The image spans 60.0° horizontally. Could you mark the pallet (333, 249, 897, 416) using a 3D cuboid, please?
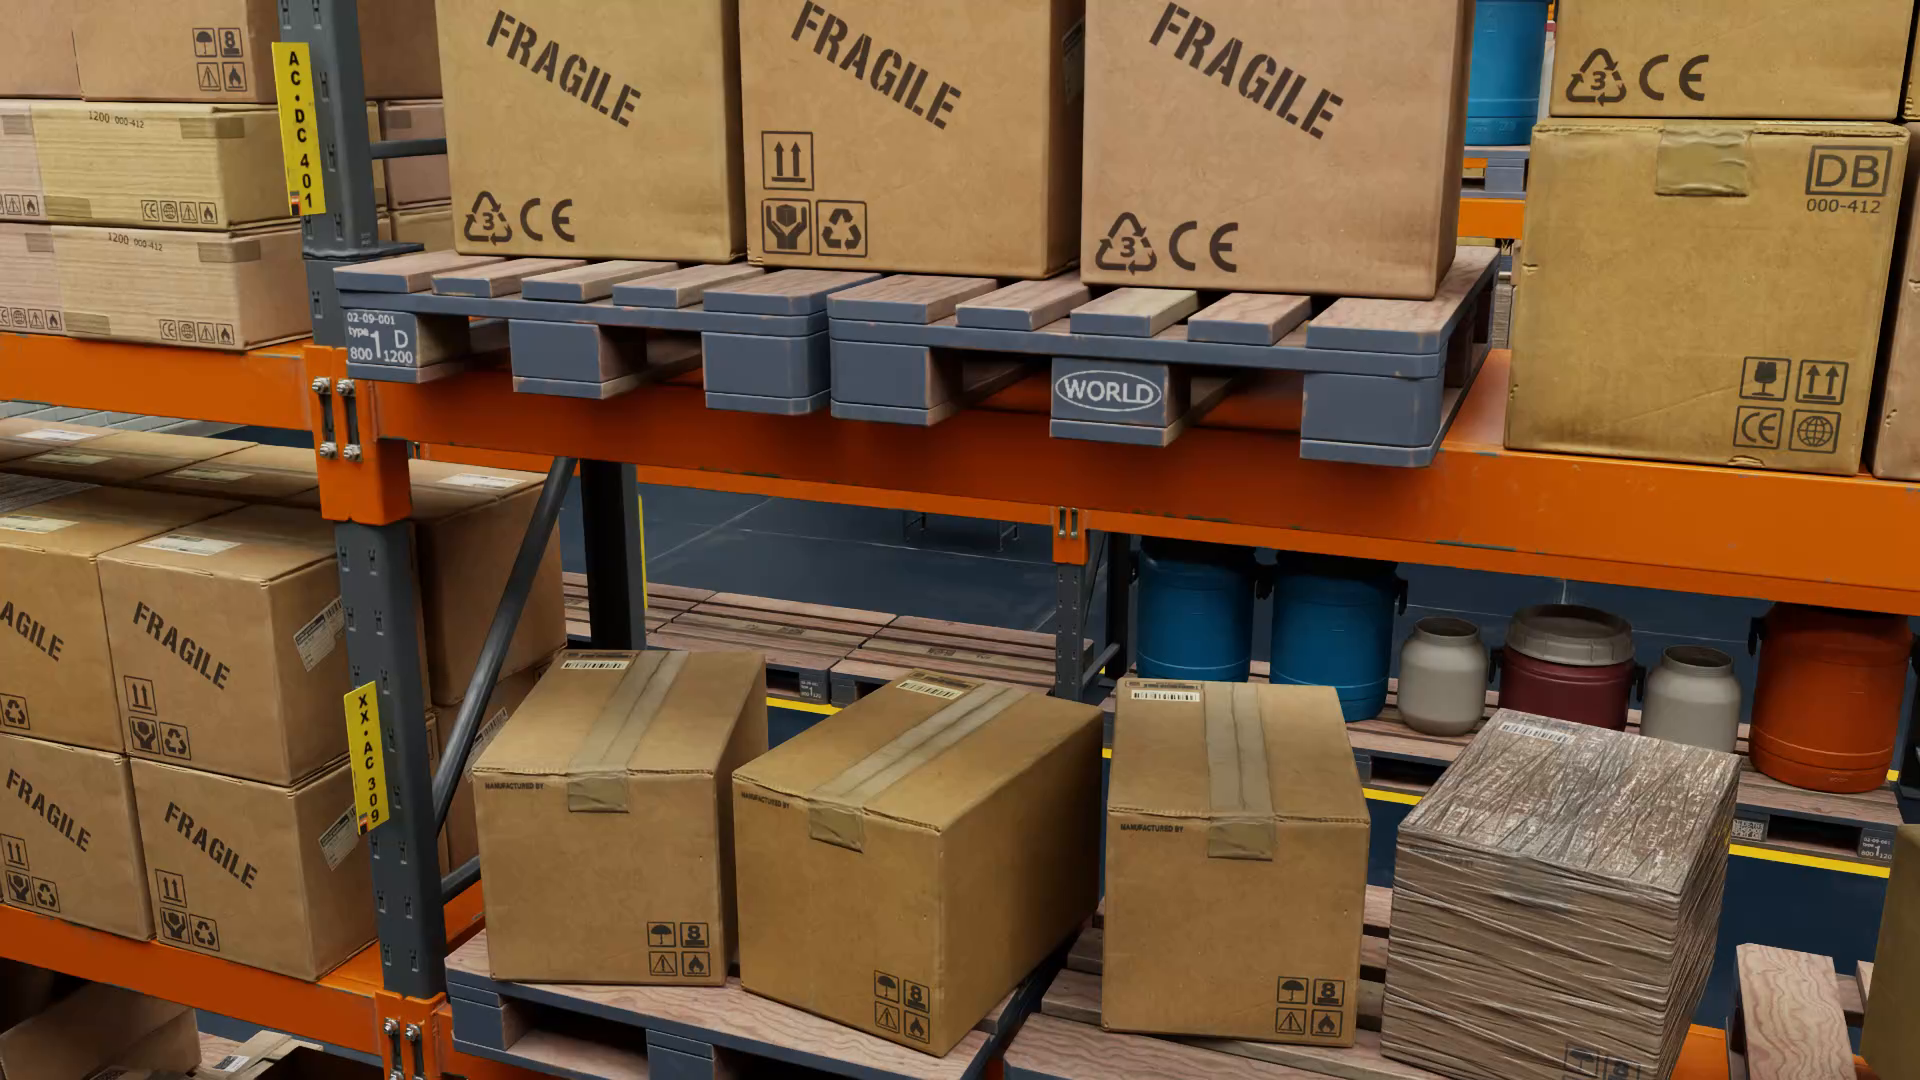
[{"bbox_3d":[-0.512,-0.518,3.534,1.003,0.211,1.213,6,17,21],"label":"pallet"}]

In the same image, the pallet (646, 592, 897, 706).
[{"bbox_3d":[-1.109,0.613,9.684,1.213,0.211,1.003,6,17,21],"label":"pallet"}]

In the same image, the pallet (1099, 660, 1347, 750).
[{"bbox_3d":[1.430,0.892,8.722,1.213,0.211,1.003,6,17,21],"label":"pallet"}]

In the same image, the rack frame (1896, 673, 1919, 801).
[{"bbox_3d":[4.449,-0.128,7.233,0.127,3.000,1.000,6,17,21],"label":"rack frame"}]

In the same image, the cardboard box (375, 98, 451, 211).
[{"bbox_3d":[-1.454,-0.975,4.145,0.500,0.250,0.500,6,17,21],"label":"cardboard box"}]

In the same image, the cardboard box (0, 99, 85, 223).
[{"bbox_3d":[-2.109,-0.893,3.860,0.500,0.250,0.500,6,17,21],"label":"cardboard box"}]

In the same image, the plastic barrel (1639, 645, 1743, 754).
[{"bbox_3d":[3.429,0.785,7.798,0.421,0.512,0.421,0,16,0],"label":"plastic barrel"}]

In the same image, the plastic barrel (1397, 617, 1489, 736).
[{"bbox_3d":[2.379,0.670,8.196,0.421,0.512,0.421,0,16,0],"label":"plastic barrel"}]

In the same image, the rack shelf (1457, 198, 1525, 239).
[{"bbox_3d":[2.588,-1.427,7.620,4.000,0.370,1.077,6,17,21],"label":"rack shelf"}]

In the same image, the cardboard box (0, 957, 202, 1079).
[{"bbox_3d":[-2.843,1.544,5.163,0.637,0.503,0.797,6,17,21],"label":"cardboard box"}]

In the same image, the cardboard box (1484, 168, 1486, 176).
[{"bbox_3d":[6.968,-4.755,21.201,0.500,0.500,0.500,6,17,20],"label":"cardboard box"}]

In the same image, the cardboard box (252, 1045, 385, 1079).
[{"bbox_3d":[-1.727,1.752,4.453,0.500,0.500,0.500,6,17,21],"label":"cardboard box"}]

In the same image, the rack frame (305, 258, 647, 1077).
[{"bbox_3d":[-1.093,0.747,4.219,0.127,3.000,1.000,6,17,21],"label":"rack frame"}]

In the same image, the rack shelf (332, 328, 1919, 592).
[{"bbox_3d":[0.767,-0.143,3.196,4.000,0.370,1.077,6,17,21],"label":"rack shelf"}]

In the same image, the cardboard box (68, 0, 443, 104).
[{"bbox_3d":[-1.560,-1.261,3.785,0.500,0.500,0.700,6,17,21],"label":"cardboard box"}]

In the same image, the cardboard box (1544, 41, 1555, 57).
[{"bbox_3d":[4.358,-3.307,11.868,0.637,0.503,0.797,6,17,20],"label":"cardboard box"}]

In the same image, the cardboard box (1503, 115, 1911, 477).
[{"bbox_3d":[1.251,-0.473,2.864,0.500,0.500,0.910,6,17,21],"label":"cardboard box"}]

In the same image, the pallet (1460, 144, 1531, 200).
[{"bbox_3d":[2.549,-1.717,7.665,1.213,0.211,1.003,6,17,21],"label":"pallet"}]

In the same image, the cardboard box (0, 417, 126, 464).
[{"bbox_3d":[-2.867,-0.060,5.027,0.500,0.500,0.500,7,18,22],"label":"cardboard box"}]

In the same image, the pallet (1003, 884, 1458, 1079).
[{"bbox_3d":[0.817,1.051,3.517,1.213,0.211,1.003,6,17,21],"label":"pallet"}]

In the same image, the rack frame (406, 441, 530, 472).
[{"bbox_3d":[-2.993,-0.946,10.052,0.127,3.000,1.000,6,17,21],"label":"rack frame"}]

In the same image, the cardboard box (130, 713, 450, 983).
[{"bbox_3d":[-1.652,0.715,4.152,0.500,0.500,0.500,7,17,22],"label":"cardboard box"}]

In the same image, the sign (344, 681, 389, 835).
[{"bbox_3d":[-1.285,0.473,3.611,0.005,0.325,0.100,6,17,21],"label":"sign"}]

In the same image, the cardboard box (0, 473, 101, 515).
[{"bbox_3d":[-2.605,0.131,4.368,0.500,0.500,0.500,6,17,21],"label":"cardboard box"}]

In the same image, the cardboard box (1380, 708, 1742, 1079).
[{"bbox_3d":[1.220,0.729,3.351,0.500,0.500,0.700,10,19,31],"label":"cardboard box"}]

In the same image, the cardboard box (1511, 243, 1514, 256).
[{"bbox_3d":[5.618,-2.914,16.527,0.250,0.149,0.380,5,17,18],"label":"cardboard box"}]

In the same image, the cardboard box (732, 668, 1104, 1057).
[{"bbox_3d":[-0.072,0.658,3.594,0.500,0.500,0.700,9,19,29],"label":"cardboard box"}]

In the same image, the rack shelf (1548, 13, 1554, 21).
[{"bbox_3d":[9.860,-7.818,24.971,4.000,0.370,1.077,6,17,21],"label":"rack shelf"}]

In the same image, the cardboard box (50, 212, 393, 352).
[{"bbox_3d":[-1.643,-0.602,3.755,0.500,0.250,0.500,6,17,21],"label":"cardboard box"}]

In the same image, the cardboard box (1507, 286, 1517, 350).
[{"bbox_3d":[4.297,-1.604,12.138,0.500,0.500,0.500,7,17,22],"label":"cardboard box"}]

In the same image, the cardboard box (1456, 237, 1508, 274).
[{"bbox_3d":[3.776,-2.215,12.444,0.637,0.503,0.797,6,17,21],"label":"cardboard box"}]

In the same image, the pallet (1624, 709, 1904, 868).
[{"bbox_3d":[3.700,1.142,7.863,1.213,0.211,1.003,6,17,21],"label":"pallet"}]

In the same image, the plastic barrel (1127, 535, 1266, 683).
[{"bbox_3d":[1.228,0.329,8.670,0.708,0.901,0.600,6,17,21],"label":"plastic barrel"}]

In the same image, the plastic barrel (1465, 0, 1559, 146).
[{"bbox_3d":[2.372,-2.285,7.631,0.708,0.901,0.600,6,17,21],"label":"plastic barrel"}]

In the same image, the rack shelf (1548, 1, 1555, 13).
[{"bbox_3d":[8.042,-6.531,20.536,4.000,0.370,1.077,6,17,21],"label":"rack shelf"}]

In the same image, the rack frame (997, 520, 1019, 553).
[{"bbox_3d":[0.347,-0.682,11.833,0.023,1.500,0.400,6,17,21],"label":"rack frame"}]

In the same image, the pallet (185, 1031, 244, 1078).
[{"bbox_3d":[-2.871,1.892,5.279,1.213,0.211,1.003,6,17,21],"label":"pallet"}]

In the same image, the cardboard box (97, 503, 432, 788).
[{"bbox_3d":[-1.659,0.235,4.012,0.500,0.500,0.500,6,17,21],"label":"cardboard box"}]

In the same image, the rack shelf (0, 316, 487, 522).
[{"bbox_3d":[-2.954,-0.552,4.606,4.000,0.370,1.077,6,17,21],"label":"rack shelf"}]

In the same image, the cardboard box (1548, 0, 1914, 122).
[{"bbox_3d":[1.275,-0.963,2.757,0.500,0.500,0.500,6,17,21],"label":"cardboard box"}]

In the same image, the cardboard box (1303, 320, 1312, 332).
[{"bbox_3d":[2.881,-1.758,12.668,0.500,0.500,0.500,6,17,21],"label":"cardboard box"}]

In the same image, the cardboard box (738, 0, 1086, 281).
[{"bbox_3d":[-0.022,-0.858,3.256,0.600,0.600,0.600,6,17,20],"label":"cardboard box"}]

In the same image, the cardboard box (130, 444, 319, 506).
[{"bbox_3d":[-1.908,0.045,4.664,0.500,0.500,0.500,6,17,19],"label":"cardboard box"}]

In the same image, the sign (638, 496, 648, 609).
[{"bbox_3d":[-0.893,0.047,4.554,0.005,0.325,0.100,6,17,21],"label":"sign"}]

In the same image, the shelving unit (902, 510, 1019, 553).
[{"bbox_3d":[0.006,-0.720,11.962,0.755,1.500,0.431,6,17,21],"label":"shelving unit"}]

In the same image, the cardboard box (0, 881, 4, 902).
[{"bbox_3d":[-2.611,0.610,4.511,0.500,0.500,0.500,7,17,22],"label":"cardboard box"}]
